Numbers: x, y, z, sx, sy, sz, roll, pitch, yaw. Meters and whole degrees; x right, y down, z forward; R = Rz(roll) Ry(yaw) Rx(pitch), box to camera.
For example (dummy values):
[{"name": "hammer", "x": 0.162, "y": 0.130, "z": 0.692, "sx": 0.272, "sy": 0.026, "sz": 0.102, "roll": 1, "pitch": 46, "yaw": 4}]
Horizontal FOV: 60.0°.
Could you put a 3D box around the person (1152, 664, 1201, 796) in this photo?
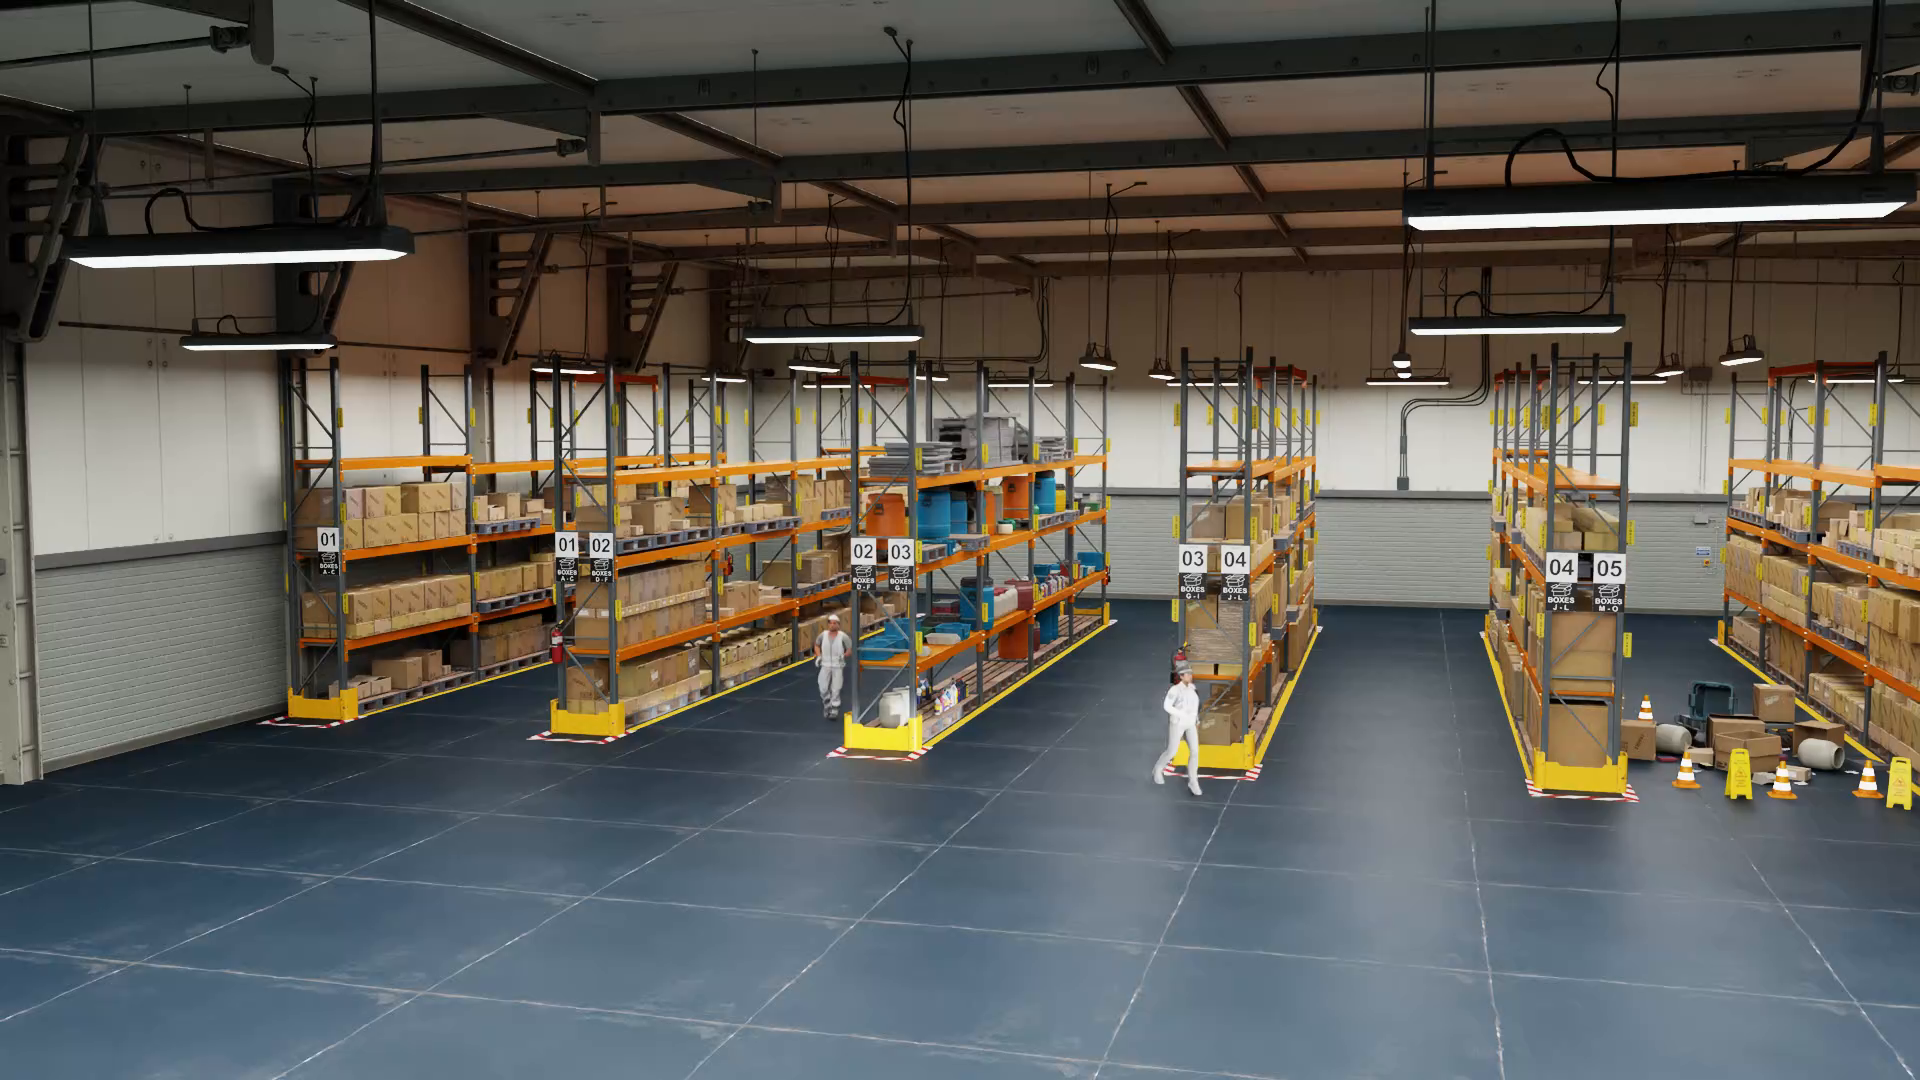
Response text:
[{"name": "person", "x": 3.012, "y": 2.515, "z": 22.407, "sx": 0.659, "sy": 1.706, "sz": 0.902, "roll": -3, "pitch": 5, "yaw": -32}]

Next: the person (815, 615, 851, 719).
[{"name": "person", "x": -2.111, "y": 2.101, "z": 27.382, "sx": 0.633, "sy": 1.740, "sz": 0.619, "roll": 0, "pitch": 4, "yaw": 3}]
